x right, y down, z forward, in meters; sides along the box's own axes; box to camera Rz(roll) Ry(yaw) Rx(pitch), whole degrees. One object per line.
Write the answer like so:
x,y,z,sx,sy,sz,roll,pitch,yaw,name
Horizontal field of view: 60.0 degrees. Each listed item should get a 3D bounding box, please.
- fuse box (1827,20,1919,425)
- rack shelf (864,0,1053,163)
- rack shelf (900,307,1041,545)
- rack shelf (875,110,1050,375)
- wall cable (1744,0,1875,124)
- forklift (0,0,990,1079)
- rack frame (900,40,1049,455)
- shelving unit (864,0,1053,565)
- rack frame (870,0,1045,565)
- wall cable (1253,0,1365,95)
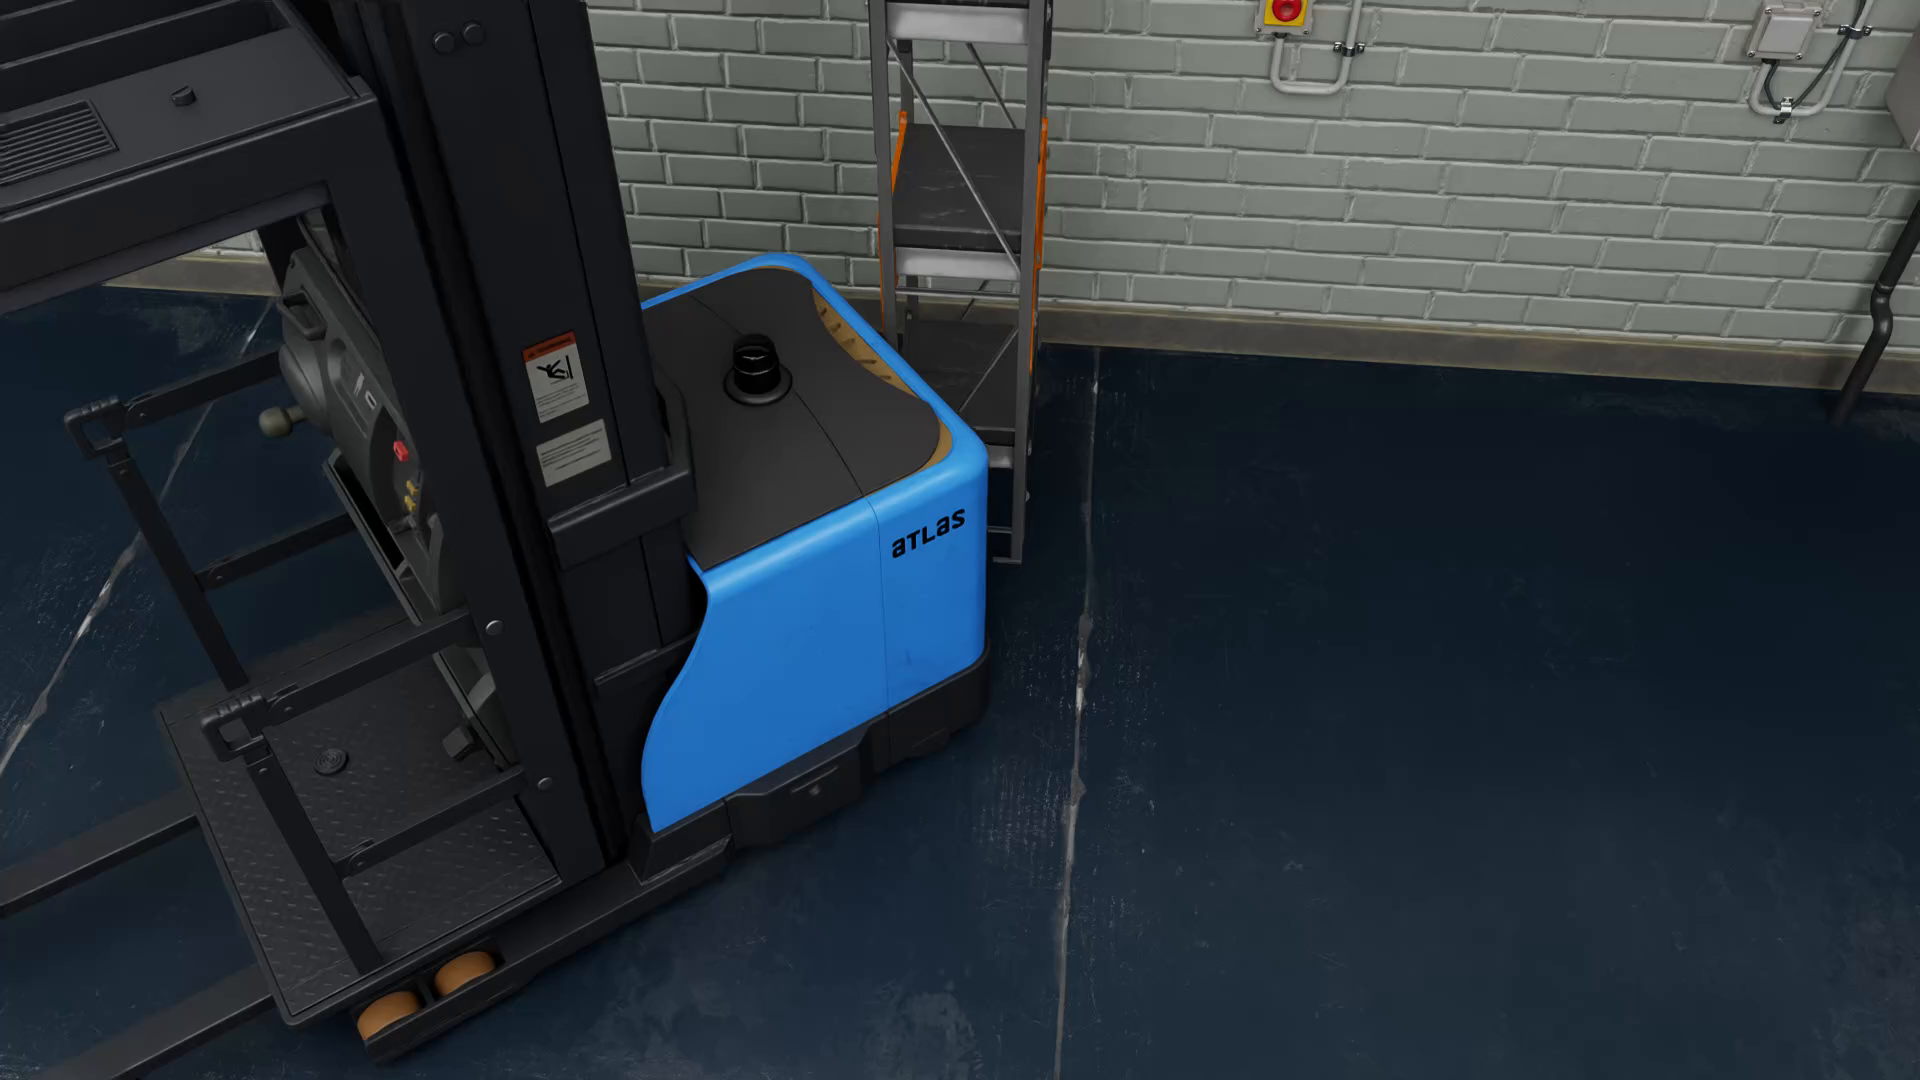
2.988,-0.963,4.971,0.539,1.711,0.414,4,48,4,fuse box
0.015,-1.294,4.080,0.431,0.518,0.480,4,48,4,rack shelf
0.015,-0.349,5.113,0.431,0.518,0.480,4,48,4,rack shelf
0.015,-0.821,4.597,0.431,0.518,0.480,4,48,4,rack shelf
2.322,-1.903,4.269,0.588,1.984,0.122,4,48,4,wall cable
-1.426,-0.172,3.421,3.031,2.935,1.130,-26,53,-22,forklift
0.037,-1.010,4.750,0.400,2.100,0.015,4,48,4,rack frame
0.015,-0.830,4.586,0.431,2.100,0.503,4,48,4,shelving unit
-0.007,-0.651,4.422,0.400,2.100,0.015,4,48,4,rack frame
0.909,-2.000,4.337,0.585,1.953,0.123,4,48,4,wall cable
